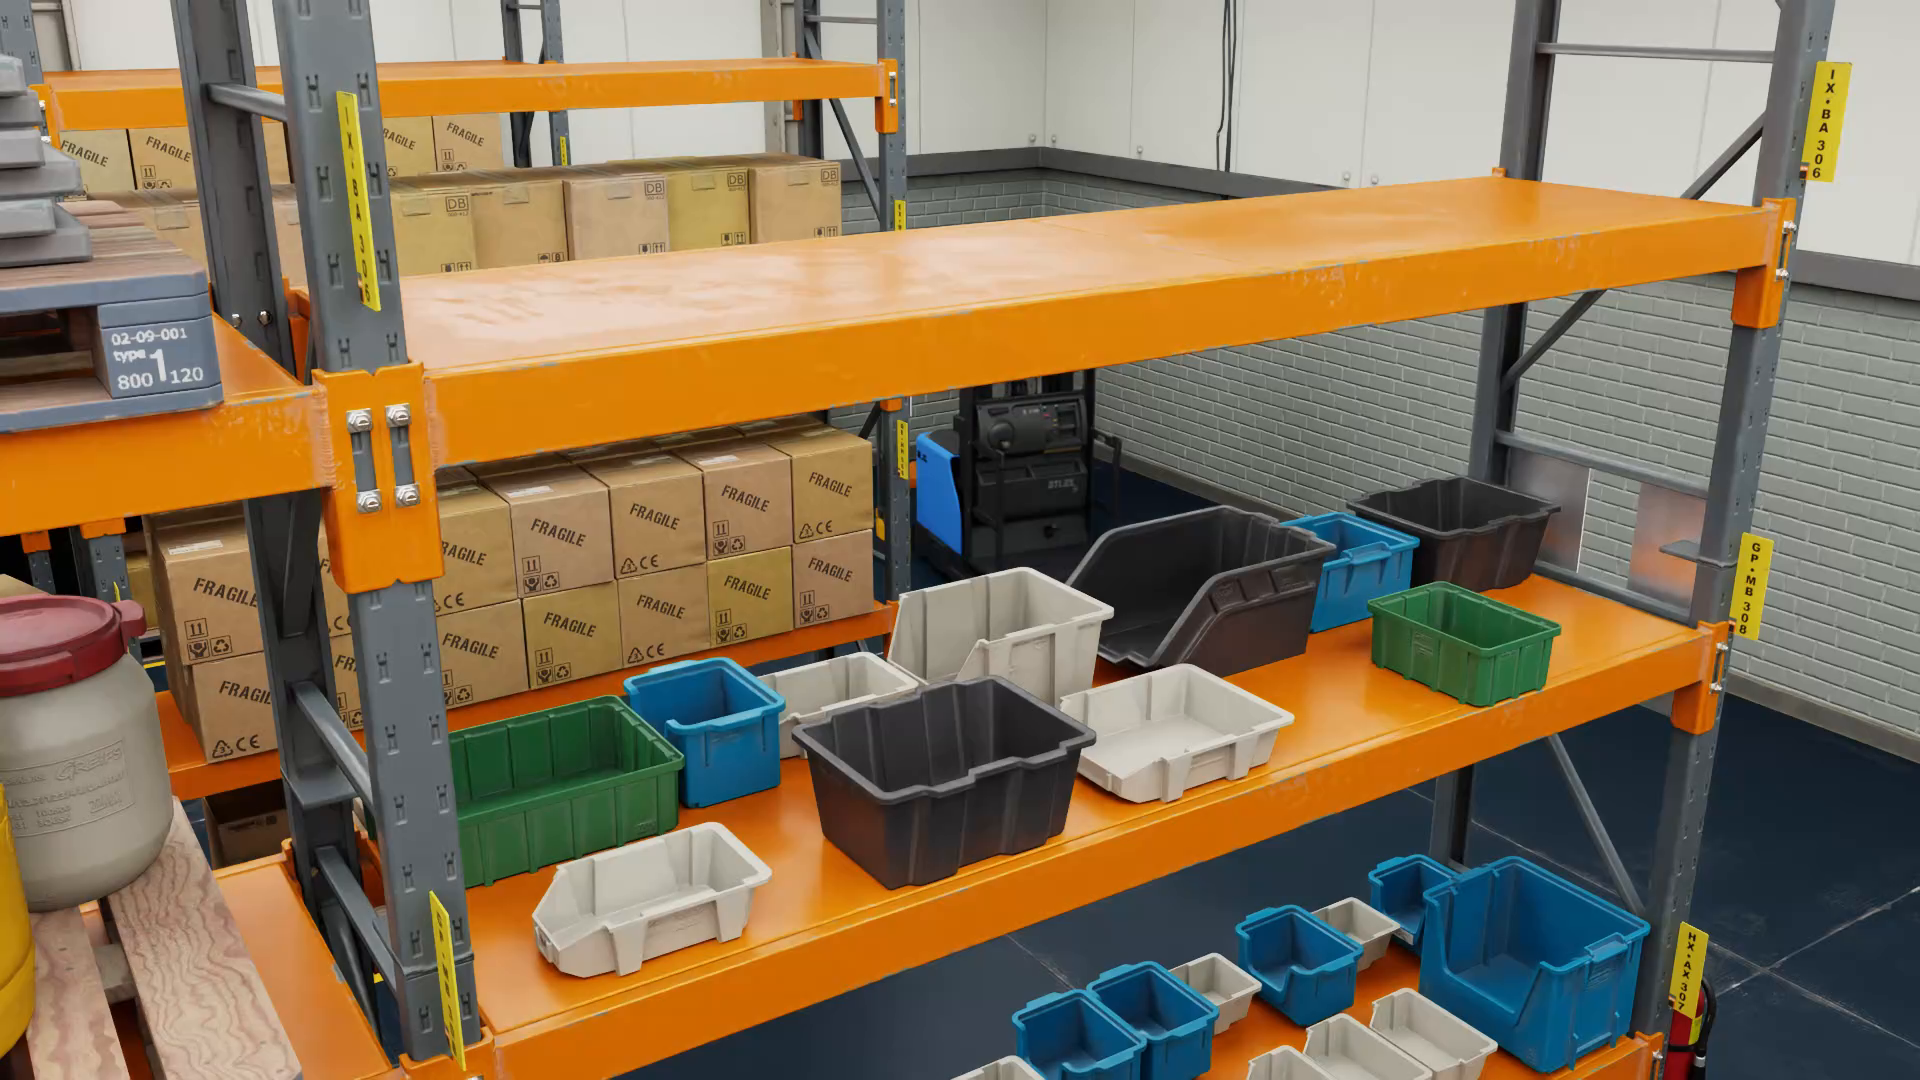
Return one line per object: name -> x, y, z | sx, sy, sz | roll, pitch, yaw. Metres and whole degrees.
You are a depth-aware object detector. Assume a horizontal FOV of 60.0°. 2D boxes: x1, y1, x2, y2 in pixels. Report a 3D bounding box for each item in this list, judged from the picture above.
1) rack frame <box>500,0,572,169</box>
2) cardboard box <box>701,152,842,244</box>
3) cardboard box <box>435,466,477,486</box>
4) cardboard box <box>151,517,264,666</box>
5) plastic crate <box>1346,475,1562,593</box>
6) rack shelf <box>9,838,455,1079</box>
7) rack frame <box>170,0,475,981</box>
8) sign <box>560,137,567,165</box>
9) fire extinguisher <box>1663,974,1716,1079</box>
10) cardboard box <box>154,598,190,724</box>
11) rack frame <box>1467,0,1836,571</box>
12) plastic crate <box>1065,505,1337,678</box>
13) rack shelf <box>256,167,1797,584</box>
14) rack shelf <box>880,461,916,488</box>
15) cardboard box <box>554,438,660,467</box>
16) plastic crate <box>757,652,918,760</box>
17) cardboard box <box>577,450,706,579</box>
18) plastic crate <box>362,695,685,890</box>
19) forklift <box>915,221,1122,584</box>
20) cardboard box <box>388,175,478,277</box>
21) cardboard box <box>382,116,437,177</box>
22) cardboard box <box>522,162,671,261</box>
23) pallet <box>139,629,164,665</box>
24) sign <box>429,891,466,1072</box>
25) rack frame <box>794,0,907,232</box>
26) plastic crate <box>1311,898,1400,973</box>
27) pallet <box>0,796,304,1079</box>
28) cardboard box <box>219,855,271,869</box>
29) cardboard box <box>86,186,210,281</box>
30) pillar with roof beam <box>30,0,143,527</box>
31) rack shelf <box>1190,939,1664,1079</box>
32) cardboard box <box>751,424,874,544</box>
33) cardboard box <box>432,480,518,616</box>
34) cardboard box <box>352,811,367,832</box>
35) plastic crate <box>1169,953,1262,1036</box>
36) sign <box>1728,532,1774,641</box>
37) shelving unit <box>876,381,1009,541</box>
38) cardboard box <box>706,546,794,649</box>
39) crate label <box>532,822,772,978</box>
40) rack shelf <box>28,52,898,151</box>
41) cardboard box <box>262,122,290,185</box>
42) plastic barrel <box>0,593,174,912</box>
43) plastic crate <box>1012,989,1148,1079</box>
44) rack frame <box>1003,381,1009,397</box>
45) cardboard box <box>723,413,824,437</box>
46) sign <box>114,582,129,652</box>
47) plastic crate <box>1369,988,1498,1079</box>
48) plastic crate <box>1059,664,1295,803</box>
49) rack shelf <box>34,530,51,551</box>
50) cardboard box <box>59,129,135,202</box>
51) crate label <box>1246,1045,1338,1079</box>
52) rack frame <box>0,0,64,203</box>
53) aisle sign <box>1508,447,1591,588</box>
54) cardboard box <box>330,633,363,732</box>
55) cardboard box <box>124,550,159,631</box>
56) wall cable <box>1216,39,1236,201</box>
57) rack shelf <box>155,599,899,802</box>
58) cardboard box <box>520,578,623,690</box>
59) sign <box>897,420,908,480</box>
rack frame -> -3.334, -4.121, 12.883 | 0.127, 3.000, 1.000 | -12, 22, -31
cardboard box -> -1.027, -1.802, 8.990 | 0.500, 0.500, 0.700 | -12, 22, -31
cardboard box -> -2.820, -0.109, 8.666 | 0.500, 0.500, 0.500 | -12, 22, -31
cardboard box -> -3.399, 0.221, 7.690 | 0.500, 0.500, 0.500 | -11, 22, -30
plastic crate -> 1.640, 0.005, 5.566 | 0.590, 0.269, 0.497 | -12, 22, -31
rack shelf -> -2.897, 1.348, 2.515 | 4.000, 0.370, 1.077 | -12, 22, -31
rack frame -> -1.226, -0.766, 2.961 | 0.127, 3.000, 1.000 | -12, 22, -31
sign -> -3.047, -2.934, 12.798 | 0.005, 0.325, 0.100 | -12, 22, -31
fire extinguisher -> 2.490, 1.679, 5.797 | 0.183, 0.674, 0.296 | -12, 22, -31
cardboard box -> -3.671, 0.546, 8.290 | 0.500, 0.500, 0.500 | -11, 22, -31
rack frame -> 2.114, -1.471, 5.045 | 0.127, 3.000, 1.000 | -12, 22, -31
plastic crate -> 0.687, 0.175, 4.957 | 0.767, 0.338, 0.504 | -12, 22, -31
rack shelf -> 0.444, -0.588, 4.182 | 4.000, 0.370, 1.077 | -12, 22, -31
rack shelf -> -0.152, -0.574, 14.663 | 1.000, 0.185, 0.538 | -9, 20, -24
cardboard box -> -1.975, -0.287, 9.193 | 0.500, 0.500, 0.500 | -12, 22, -31
plastic crate -> -0.373, 0.454, 4.447 | 0.466, 0.136, 0.293 | -12, 22, -31
cardboard box -> -1.679, -0.142, 8.764 | 0.500, 0.500, 0.500 | -11, 22, -30
plastic crate -> -1.039, 0.599, 3.935 | 0.662, 0.188, 0.450 | -12, 22, -31
forklift -> 0.652, -0.904, 12.842 | 1.130, 2.935, 3.031 | -8, 20, -22
cardboard box -> -2.653, -1.428, 7.884 | 0.500, 0.500, 0.700 | -12, 22, -31
cardboard box -> -4.219, -2.943, 12.335 | 0.500, 0.500, 0.500 | -11, 22, -30
cardboard box -> -1.850, -1.620, 8.451 | 0.500, 0.500, 0.700 | -12, 22, -31
pallet -> -5.997, 0.634, 12.541 | 1.213, 0.211, 1.003 | -12, 22, -31
sign -> -0.925, 0.798, 3.004 | 0.005, 0.325, 0.100 | -12, 22, -31
rack frame -> -0.607, -2.797, 8.966 | 0.127, 3.000, 1.000 | -12, 22, -31
plastic crate -> 1.414, 1.457, 6.069 | 0.298, 0.136, 0.250 | -12, 22, -31
pallet -> -1.827, 0.908, 2.986 | 1.003, 0.211, 1.213 | -12, 22, -31
cardboard box -> -3.478, 1.799, 8.250 | 0.500, 0.311, 0.500 | -12, 22, -31
cardboard box -> -3.562, -1.288, 7.470 | 0.500, 0.500, 0.700 | -12, 22, -31
pillar with roof beam -> -4.198, -2.620, 8.442 | 0.400, 9.000, 9.100 | -12, 22, -31
rack shelf -> 0.444, 2.064, 5.079 | 4.000, 0.370, 1.077 | -12, 22, -31
cardboard box -> -0.827, -0.324, 9.301 | 0.500, 0.500, 0.500 | -12, 22, -32
cardboard box -> -2.539, 0.040, 8.226 | 0.500, 0.500, 0.500 | -13, 22, -33
cardboard box -> -3.347, 1.634, 8.993 | 0.250, 0.149, 0.380 | -12, 22, -31
plastic crate -> 0.847, 1.577, 5.715 | 0.298, 0.136, 0.250 | -12, 22, -31
sign -> 2.430, 0.144, 5.115 | 0.005, 0.325, 0.100 | -12, 22, -31
shelving unit -> -0.144, -0.746, 14.609 | 1.083, 1.500, 0.587 | -9, 20, -24
cardboard box -> -1.262, 0.242, 9.189 | 0.500, 0.500, 0.500 | -12, 22, -31
crate label -> -0.659, 0.771, 3.510 | 0.466, 0.136, 0.293 | -12, 22, -31
rack shelf -> -2.277, -2.102, 8.040 | 4.000, 0.370, 1.077 | -12, 22, -31
cardboard box -> -5.090, -2.757, 11.784 | 0.500, 0.500, 0.500 | -12, 22, -31
plastic barrel -> -1.804, 0.417, 3.276 | 0.433, 0.535, 0.433 | 0, 19, 0
plastic crate -> 0.377, 1.662, 5.313 | 0.300, 0.233, 0.416 | -12, 22, -31
rack frame -> 0.308, -0.813, 14.809 | 0.032, 1.500, 0.500 | -9, 20, -24
cardboard box -> -1.122, -0.468, 9.728 | 0.500, 0.500, 0.500 | -11, 22, -30
sign -> -3.639, 0.349, 7.220 | 0.005, 0.325, 0.100 | -12, 22, -31
plastic crate -> 1.533, 1.660, 5.470 | 0.243, 0.136, 0.396 | -12, 22, -31
plastic crate -> 0.525, 0.505, 4.295 | 0.530, 0.136, 0.437 | -12, 22, -31
rack shelf -> -5.005, -0.586, 12.917 | 4.000, 0.370, 1.077 | -12, 22, -31
cardboard box -> -5.925, -2.576, 11.250 | 0.500, 0.500, 0.500 | -12, 22, -32
crate label -> 1.064, 1.762, 5.166 | 0.243, 0.136, 0.396 | -12, 22, -31
rack frame -> -3.947, -2.092, 6.882 | 0.127, 3.000, 1.000 | -12, 22, -31
aisle sign -> 2.011, 0.047, 5.862 | 0.004, 0.787, 0.394 | -12, 22, -31
cardboard box -> -2.946, 0.595, 8.146 | 0.500, 0.500, 0.500 | -11, 22, -30
cardboard box -> -5.994, 0.307, 12.402 | 0.500, 0.500, 0.700 | -12, 22, -31
wall cable -> 1.586, -3.551, 16.045 | 0.112, 2.526, 3.097 | -12, 22, -31
rack shelf -> -2.277, 0.739, 9.000 | 4.000, 0.370, 1.077 | -12, 22, -31
cardboard box -> -2.103, 0.417, 8.671 | 0.500, 0.500, 0.500 | -12, 22, -32
sign -> -0.318, -0.501, 9.241 | 0.005, 0.325, 0.100 | -12, 22, -31
